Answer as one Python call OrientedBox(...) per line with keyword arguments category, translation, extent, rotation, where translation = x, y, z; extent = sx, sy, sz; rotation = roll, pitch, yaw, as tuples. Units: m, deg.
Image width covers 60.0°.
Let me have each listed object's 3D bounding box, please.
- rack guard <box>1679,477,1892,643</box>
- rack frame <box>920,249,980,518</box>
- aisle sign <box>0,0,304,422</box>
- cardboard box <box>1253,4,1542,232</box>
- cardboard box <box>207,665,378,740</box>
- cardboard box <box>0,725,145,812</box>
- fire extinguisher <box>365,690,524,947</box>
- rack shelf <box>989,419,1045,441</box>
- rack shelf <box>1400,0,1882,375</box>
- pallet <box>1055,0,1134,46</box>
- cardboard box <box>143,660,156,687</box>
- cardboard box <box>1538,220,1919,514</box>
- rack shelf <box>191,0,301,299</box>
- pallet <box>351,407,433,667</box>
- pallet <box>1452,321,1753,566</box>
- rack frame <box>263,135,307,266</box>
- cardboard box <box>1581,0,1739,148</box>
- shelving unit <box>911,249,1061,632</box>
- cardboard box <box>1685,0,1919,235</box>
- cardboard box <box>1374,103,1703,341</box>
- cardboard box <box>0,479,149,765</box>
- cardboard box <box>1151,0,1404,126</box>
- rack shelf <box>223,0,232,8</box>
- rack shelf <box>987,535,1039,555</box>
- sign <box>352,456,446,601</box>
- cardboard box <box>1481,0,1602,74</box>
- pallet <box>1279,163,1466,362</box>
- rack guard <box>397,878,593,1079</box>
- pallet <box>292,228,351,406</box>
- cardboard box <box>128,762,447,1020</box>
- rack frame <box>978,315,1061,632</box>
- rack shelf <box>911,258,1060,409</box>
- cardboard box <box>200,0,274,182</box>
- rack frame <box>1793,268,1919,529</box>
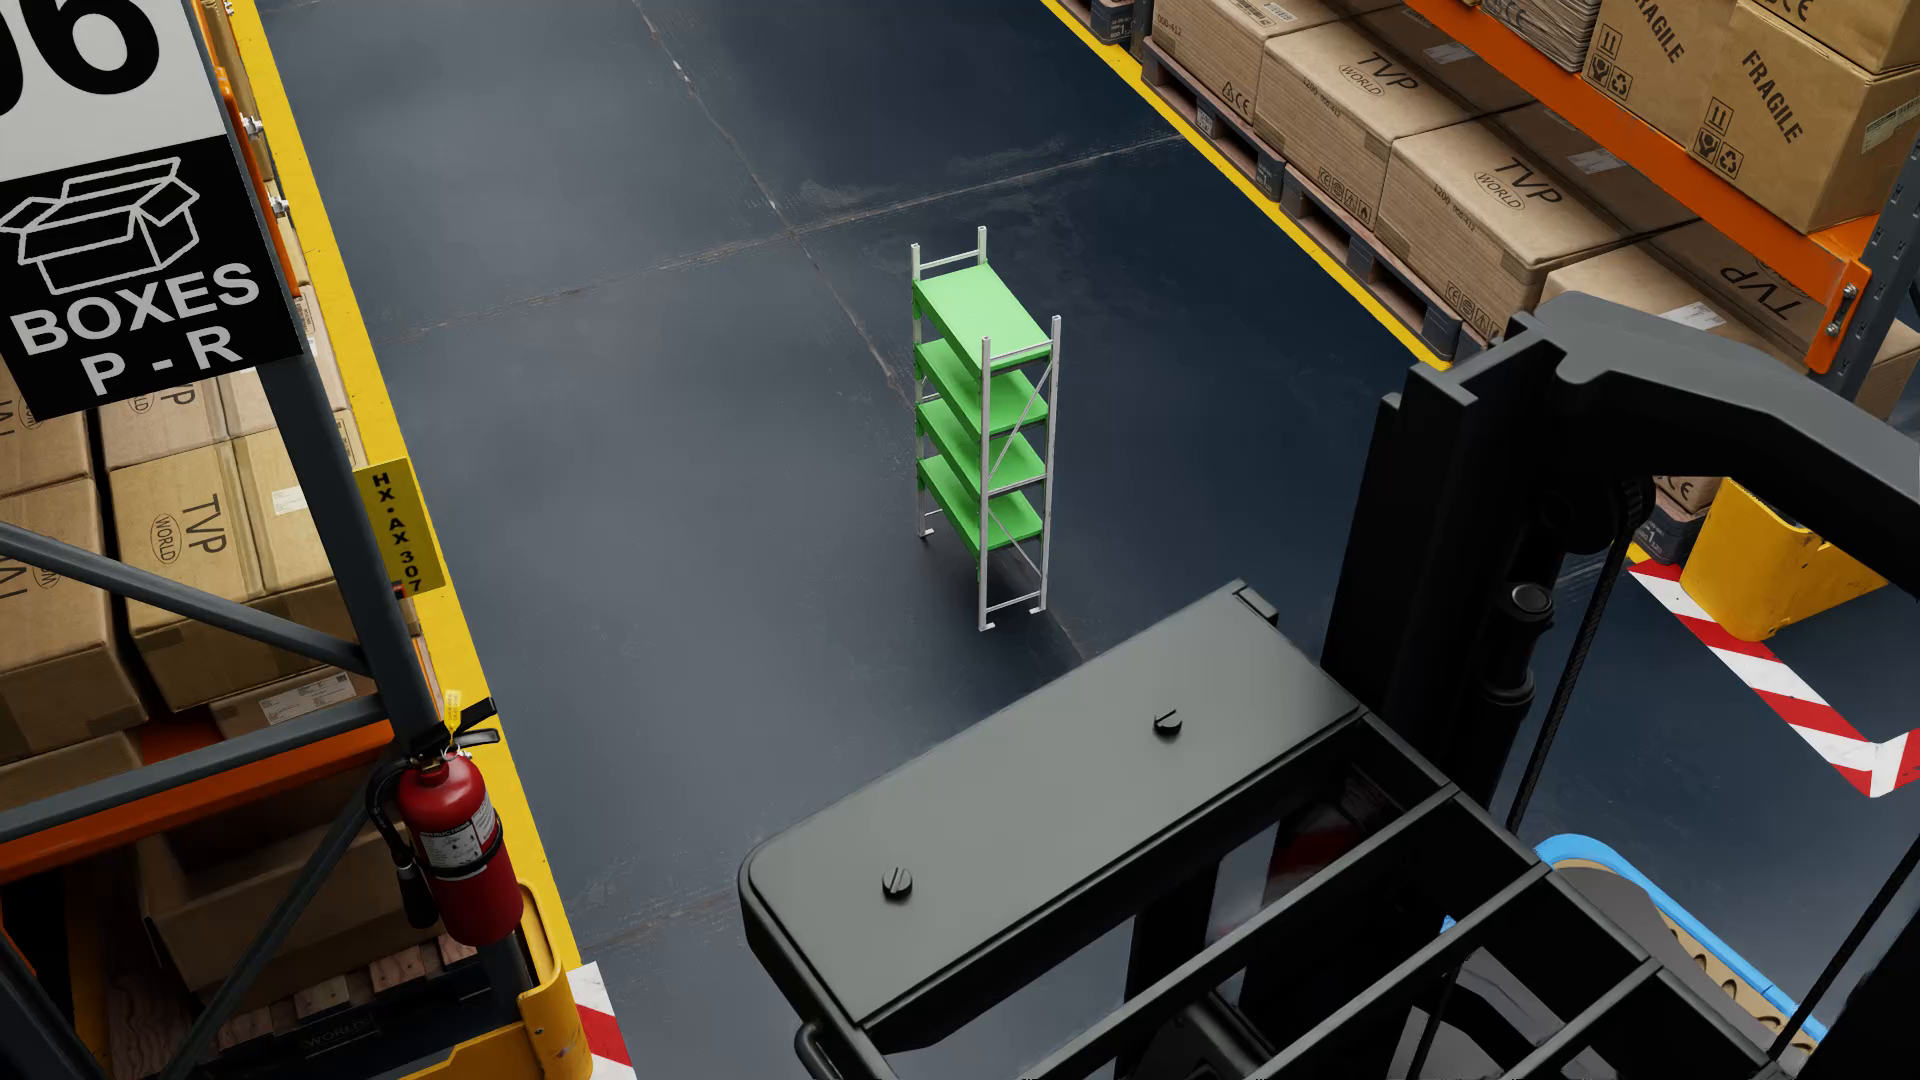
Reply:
OrientedBox(category="rack guard", translation=(3.004, -0.111, 5.506), extent=(1.175, 0.500, 0.348), rotation=(-18, 47, -17))
OrientedBox(category="rack frame", translation=(-0.034, -0.477, 5.379), extent=(0.228, 1.046, 0.006), rotation=(-18, 47, -17))
OrientedBox(category="aisle sign", translation=(-1.213, -0.516, 2.287), extent=(0.394, 0.787, 0.004), rotation=(-18, 47, -17))
OrientedBox(category="cardboard box", translation=(1.855, -1.800, 6.964), extent=(0.875, 0.438, 0.875), rotation=(-19, 48, -19))
OrientedBox(category="cardboard box", translation=(-1.398, 0.251, 3.539), extent=(0.380, 0.149, 0.250), rotation=(-18, 48, -18))
OrientedBox(category="cardboard box", translation=(-1.891, 0.410, 3.378), extent=(0.380, 0.149, 0.250), rotation=(-19, 48, -18))
OrientedBox(category="fire extinguisher", translation=(-1.027, 0.570, 3.358), extent=(0.296, 0.674, 0.183), rotation=(-18, 47, -17))
OrientedBox(category="rack shelf", translation=(0.070, -0.467, 5.078), extent=(0.199, 0.029, 0.442), rotation=(-18, 47, -17))
OrientedBox(category="rack shelf", translation=(2.153, -2.034, 6.188), extent=(1.077, 0.370, 4.000), rotation=(-18, 47, -17))
OrientedBox(category="pallet", translation=(0.919, -3.042, 8.683), extent=(1.003, 0.211, 1.213), rotation=(-18, 47, -17))
OrientedBox(category="cardboard box", translation=(-1.942, 0.230, 3.560), extent=(0.380, 0.149, 0.250), rotation=(-17, 47, -16))
OrientedBox(category="cardboard box", translation=(2.625, -0.645, 5.793), extent=(0.875, 0.438, 0.875), rotation=(-20, 48, -19))
OrientedBox(category="rack shelf", translation=(-2.349, -1.634, 3.647), extent=(1.077, 0.370, 4.000), rotation=(-18, 47, -17))
OrientedBox(category="pallet", translation=(-2.386, 0.112, 5.486), extent=(1.003, 0.211, 1.213), rotation=(-18, 47, -17))
OrientedBox(category="pallet", translation=(2.586, -0.510, 6.116), extent=(1.003, 0.211, 1.213), rotation=(-18, 47, -17))
OrientedBox(category="rack frame", translation=(-3.190, -2.097, 5.739), extent=(1.000, 3.000, 0.127), rotation=(-18, 47, -17))
OrientedBox(category="cardboard box", translation=(2.353, -1.605, 5.170), extent=(0.500, 0.500, 0.500), rotation=(-19, 48, -18))
OrientedBox(category="shelving unit", translation=(4.177, -4.790, 9.751), extent=(13.061, 1.200, 8.595), rotation=(-18, 47, -17))
OrientedBox(category="cardboard box", translation=(2.551, -1.281, 4.841), extent=(0.500, 0.500, 0.500), rotation=(-18, 47, -17))
OrientedBox(category="cardboard box", translation=(2.233, -1.225, 6.381), extent=(0.875, 0.438, 0.875), rotation=(-17, 47, -16))
OrientedBox(category="cardboard box", translation=(-1.943, 0.185, 3.322), extent=(0.500, 0.250, 0.500), rotation=(-17, 47, -16))
OrientedBox(category="cardboard box", translation=(1.478, -2.371, 7.542), extent=(0.875, 0.438, 0.875), rotation=(-19, 48, -18))
OrientedBox(category="rack shelf", translation=(-4.031, -3.115, 7.284), extent=(1.077, 0.370, 4.000), rotation=(-18, 47, -17))
OrientedBox(category="rack shelf", translation=(0.070, -0.126, 5.415), extent=(0.199, 0.029, 0.442), rotation=(-18, 47, -17))
OrientedBox(category="sign", translation=(-1.016, -0.016, 3.014), extent=(0.100, 0.325, 0.005), rotation=(-18, 47, -17))
OrientedBox(category="cardboard box", translation=(2.128, -1.930, 5.499), extent=(0.500, 0.500, 0.500), rotation=(-17, 47, -16))
OrientedBox(category="pallet", translation=(2.077, -1.286, 6.903), extent=(1.003, 0.211, 1.213), rotation=(-18, 47, -17))
OrientedBox(category="rack guard", translation=(-1.540, 1.294, 4.083), extent=(1.175, 0.500, 0.348), rotation=(-18, 47, -17))
OrientedBox(category="pallet", translation=(-2.903, -0.666, 6.275), extent=(1.003, 0.211, 1.213), rotation=(-18, 47, -17))
OrientedBox(category="cardboard box", translation=(-1.680, 0.774, 4.309), extent=(0.797, 0.503, 0.637), rotation=(-20, 48, -19))
OrientedBox(category="rack frame", translation=(0.172, -0.166, 5.064), extent=(0.240, 1.200, 0.015), rotation=(-18, 47, -17))
OrientedBox(category="rack shelf", translation=(0.070, -0.618, 4.929), extent=(0.258, 0.148, 0.480), rotation=(-18, 47, -17))
OrientedBox(category="cardboard box", translation=(-2.086, -1.192, 4.183), extent=(0.500, 0.500, 0.500), rotation=(-17, 47, -16))
OrientedBox(category="rack frame", translation=(2.990, -1.015, 4.643), extent=(0.949, 2.616, 0.053), rotation=(-18, 47, -17))
